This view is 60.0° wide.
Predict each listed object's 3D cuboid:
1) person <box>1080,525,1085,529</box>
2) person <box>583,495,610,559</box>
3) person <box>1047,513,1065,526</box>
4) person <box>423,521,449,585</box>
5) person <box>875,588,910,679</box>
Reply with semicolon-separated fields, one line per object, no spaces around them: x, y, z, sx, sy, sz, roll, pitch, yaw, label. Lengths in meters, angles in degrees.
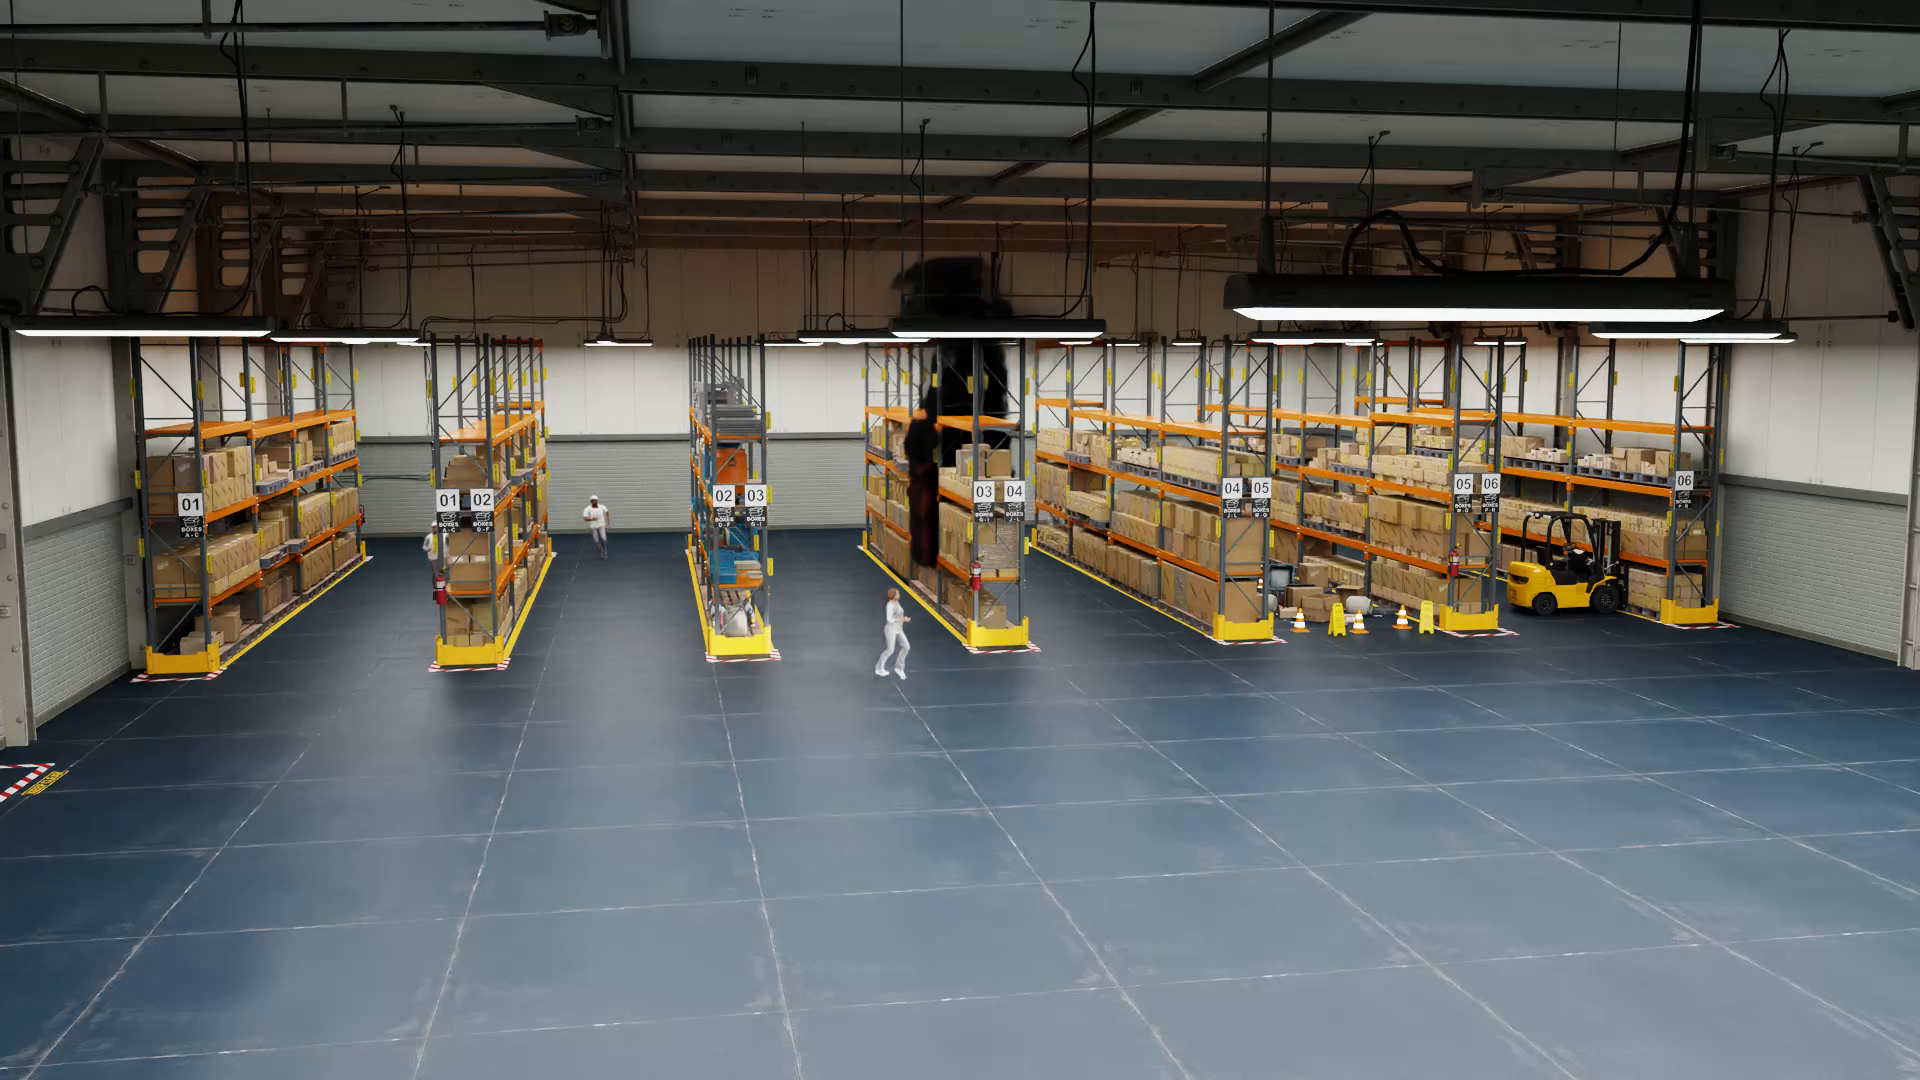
3.670;-0.741;49.679;0.666;1.640;0.576;-5;8;-38;person
-9.934;-0.333;45.475;0.699;1.780;0.647;-1;7;-12;person
2.915;-0.854;49.626;0.876;1.844;0.643;-2;7;-17;person
-12.029;0.445;38.318;0.658;1.789;0.955;-1;7;-12;person
-1.153;1.631;28.890;0.702;1.634;0.513;3;7;23;person
